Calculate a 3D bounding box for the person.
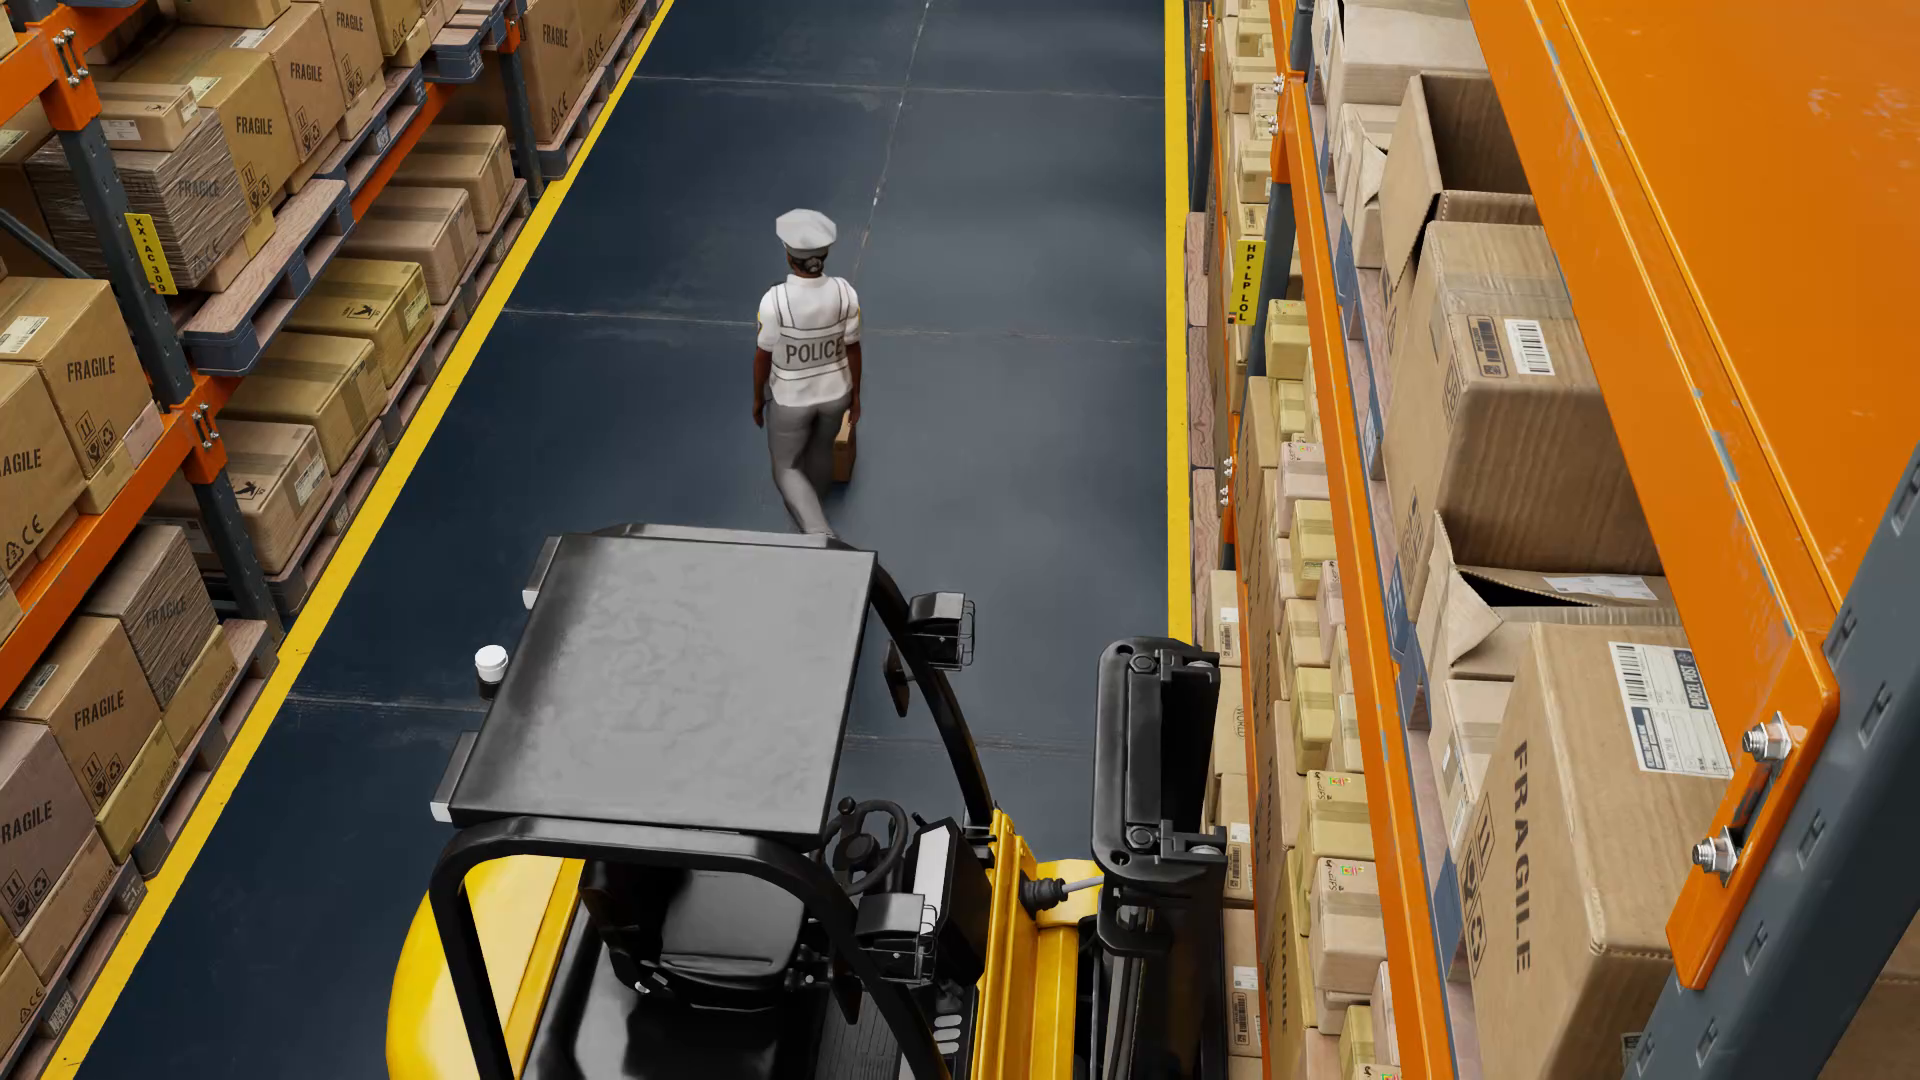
[{"bbox_3d":[-0.642,-0.612,7.156,0.472,1.646,0.807,-17,43,-19],"label":"person"}]
